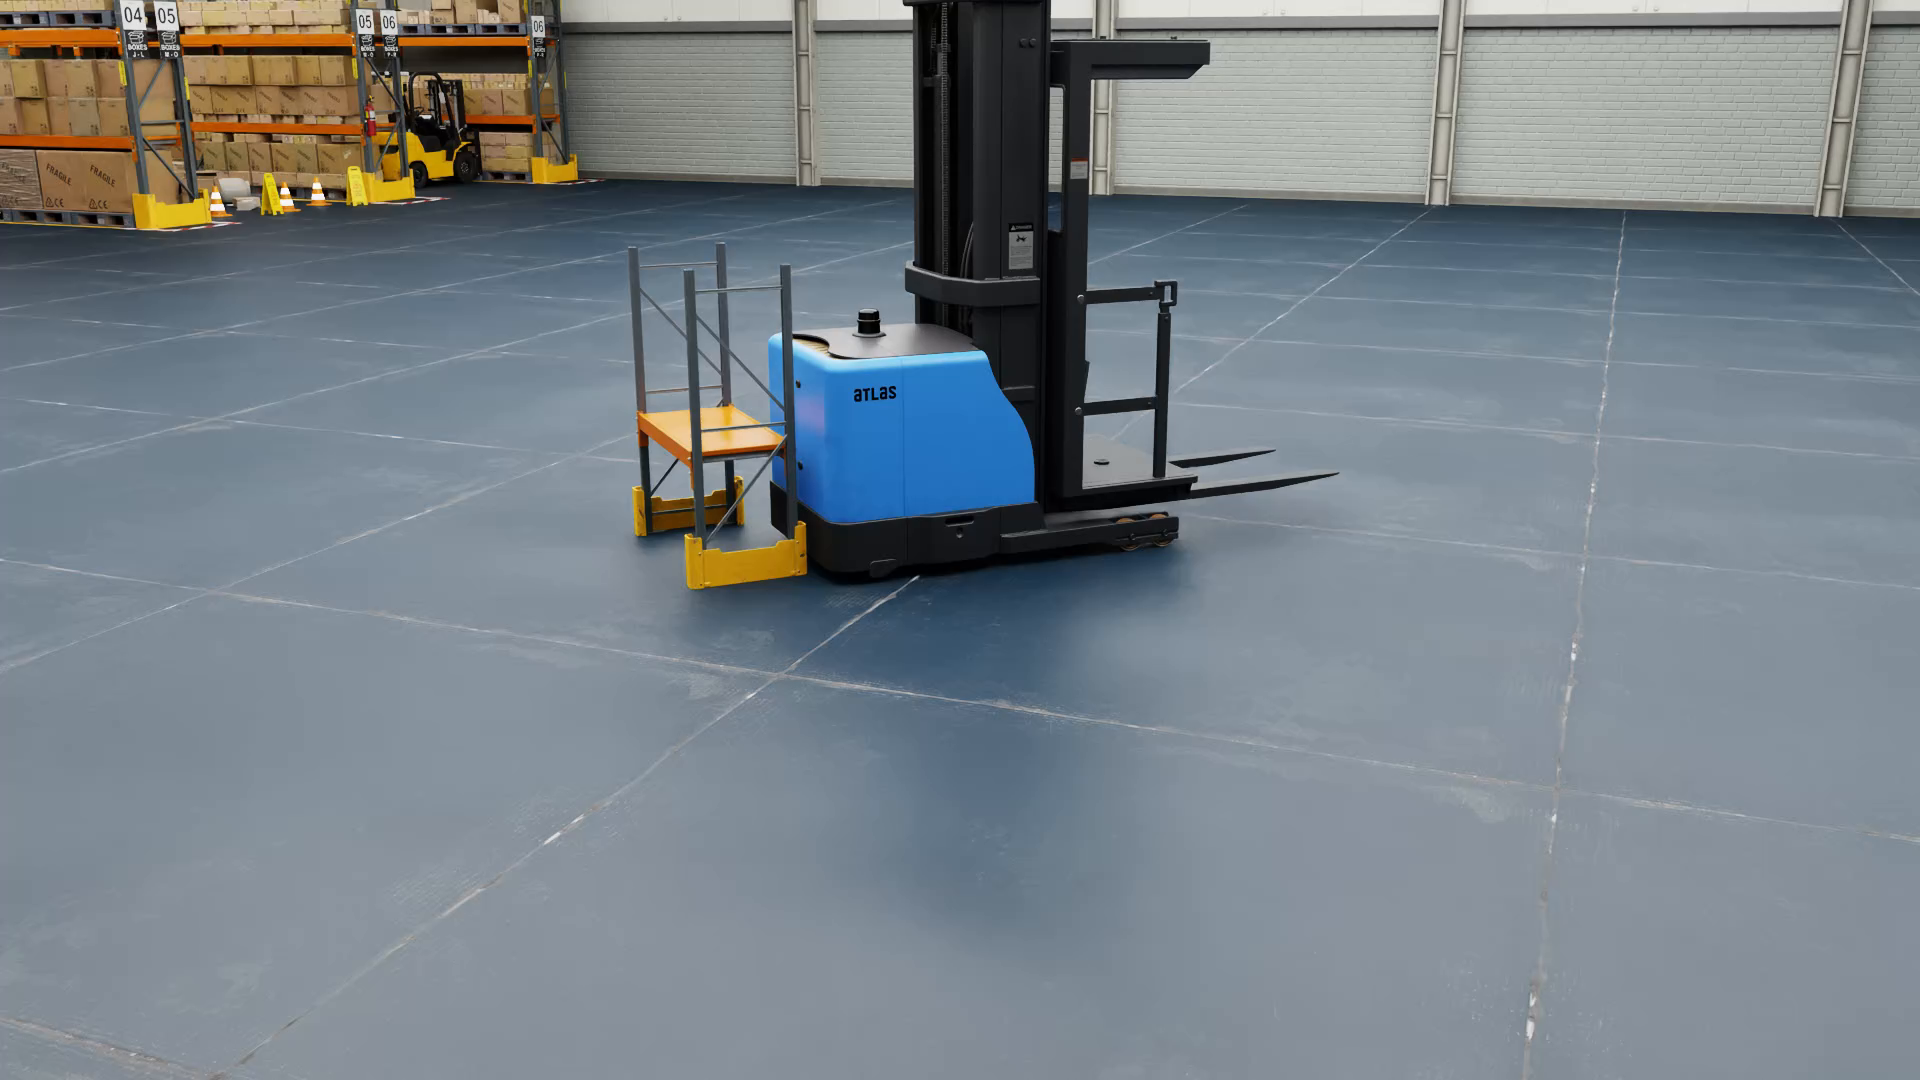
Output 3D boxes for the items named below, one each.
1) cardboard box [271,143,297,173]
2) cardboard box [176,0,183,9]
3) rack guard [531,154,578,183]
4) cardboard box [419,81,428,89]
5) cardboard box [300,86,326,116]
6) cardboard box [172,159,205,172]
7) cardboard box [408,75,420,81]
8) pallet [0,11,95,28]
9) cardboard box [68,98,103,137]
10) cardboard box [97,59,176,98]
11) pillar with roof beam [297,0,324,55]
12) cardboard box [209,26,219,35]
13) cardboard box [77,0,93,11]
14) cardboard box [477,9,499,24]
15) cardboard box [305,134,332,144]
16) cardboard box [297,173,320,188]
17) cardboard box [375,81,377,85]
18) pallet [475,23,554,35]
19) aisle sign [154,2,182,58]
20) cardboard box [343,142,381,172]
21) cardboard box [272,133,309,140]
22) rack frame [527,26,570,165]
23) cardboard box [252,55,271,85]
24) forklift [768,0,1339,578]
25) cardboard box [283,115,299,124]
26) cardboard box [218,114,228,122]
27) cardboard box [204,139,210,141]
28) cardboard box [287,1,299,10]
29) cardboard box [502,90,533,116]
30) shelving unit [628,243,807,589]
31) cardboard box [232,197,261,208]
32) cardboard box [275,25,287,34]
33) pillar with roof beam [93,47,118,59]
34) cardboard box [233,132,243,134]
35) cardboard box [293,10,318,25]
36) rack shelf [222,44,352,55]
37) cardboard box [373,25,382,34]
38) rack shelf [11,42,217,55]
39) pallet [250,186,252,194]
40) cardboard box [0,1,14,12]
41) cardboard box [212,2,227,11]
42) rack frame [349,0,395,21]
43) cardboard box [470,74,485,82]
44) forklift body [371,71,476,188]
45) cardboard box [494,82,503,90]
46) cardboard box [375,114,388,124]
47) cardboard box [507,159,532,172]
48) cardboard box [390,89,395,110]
[{"bbox_3d":[-11.851,-6.808,29.579,0.500,0.500,0.500,6,17,19],"label":"cardboard box"},{"bbox_3d":[-14.364,-9.693,29.919,0.500,0.250,0.500,7,17,22],"label":"cardboard box"},{"bbox_3d":[-8.216,-7.532,33.721,0.348,0.500,1.175,6,17,21],"label":"rack guard"},{"bbox_3d":[-10.820,-9.285,33.935,0.250,0.149,0.380,6,17,20],"label":"cardboard box"},{"bbox_3d":[-11.127,-7.674,29.015,0.500,0.500,0.500,6,17,21],"label":"cardboard box"},{"bbox_3d":[-14.266,-6.849,30.845,0.625,0.372,0.950,7,17,21],"label":"cardboard box"},{"bbox_3d":[-11.053,-9.456,33.991,0.250,0.149,0.380,7,17,22],"label":"cardboard box"},{"bbox_3d":[-13.612,-7.748,24.762,1.213,0.211,1.003,6,17,21],"label":"pallet"},{"bbox_3d":[-12.660,-6.302,24.731,0.550,0.550,0.875,6,17,21],"label":"cardboard box"},{"bbox_3d":[-12.110,-6.791,24.481,0.550,0.550,0.875,6,17,21],"label":"cardboard box"},{"bbox_3d":[-15.717,-11.418,31.863,0.400,9.000,9.100,6,17,21],"label":"pillar with roof beam"},{"bbox_3d":[-13.084,-9.042,29.511,0.250,0.149,0.380,6,17,21],"label":"cardboard box"},{"bbox_3d":[-12.447,-7.694,23.935,0.250,0.149,0.380,6,17,21],"label":"cardboard box"},{"bbox_3d":[-9.357,-10.392,33.019,0.258,0.266,0.396,6,17,21],"label":"cardboard box"},{"bbox_3d":[-11.264,-7.034,29.193,0.250,0.149,0.380,7,18,22],"label":"cardboard box"},{"bbox_3d":[-11.386,-6.396,29.504,0.500,0.250,0.500,6,17,21],"label":"cardboard box"},{"bbox_3d":[-12.359,-9.481,34.608,0.250,0.149,0.380,7,18,23],"label":"cardboard box"},{"bbox_3d":[-8.887,-10.212,33.247,1.213,0.211,1.003,6,17,21],"label":"pallet"},{"bbox_3d":[-11.603,-7.472,24.368,0.004,0.787,0.394,6,17,21],"label":"aisle sign"},{"bbox_3d":[-10.728,-6.845,29.704,0.500,0.500,0.500,6,17,19],"label":"cardboard box"},{"bbox_3d":[-14.495,-8.482,36.017,0.625,0.625,0.875,7,18,22],"label":"cardboard box"},{"bbox_3d":[-8.239,-8.735,33.380,0.127,3.000,1.000,6,17,21],"label":"rack frame"},{"bbox_3d":[-12.005,-8.280,29.308,0.500,0.500,0.700,6,17,20],"label":"cardboard box"},{"bbox_3d":[0.573,-1.479,8.510,3.031,2.935,1.130,-7,18,-23],"label":"forklift"},{"bbox_3d":[-11.699,-7.422,29.309,0.250,0.149,0.380,6,17,20],"label":"cardboard box"},{"bbox_3d":[-13.090,-7.588,29.883,0.250,0.149,0.380,6,17,20],"label":"cardboard box"},{"bbox_3d":[-16.153,-8.542,36.446,0.500,0.500,0.500,7,18,22],"label":"cardboard box"},{"bbox_3d":[-11.392,-9.232,28.733,0.250,0.149,0.380,6,17,21],"label":"cardboard box"},{"bbox_3d":[-8.793,-8.765,33.305,0.500,0.500,0.500,6,17,19],"label":"cardboard box"},{"bbox_3d":[-1.231,-0.655,8.241,0.587,1.500,1.083,-7,18,-24],"label":"shelving unit"},{"bbox_3d":[-12.016,-5.688,27.999,0.380,0.149,0.250,-12,20,-37],"label":"cardboard box"},{"bbox_3d":[-11.672,-8.869,28.914,0.250,0.149,0.380,6,17,19],"label":"cardboard box"},{"bbox_3d":[-21.298,-12.032,33.977,0.400,9.000,9.100,6,17,21],"label":"pillar with roof beam"},{"bbox_3d":[-16.052,-9.000,36.861,0.250,0.149,0.380,7,18,23],"label":"cardboard box"},{"bbox_3d":[-11.094,-8.996,28.636,0.500,0.250,0.500,6,17,20],"label":"cardboard box"},{"bbox_3d":[-13.820,-10.443,35.177,4.000,0.370,1.077,6,17,21],"label":"rack shelf"},{"bbox_3d":[-10.246,-8.885,28.969,0.250,0.149,0.380,6,17,21],"label":"cardboard box"},{"bbox_3d":[-15.638,-9.156,30.741,4.000,0.370,1.077,6,17,21],"label":"rack shelf"},{"bbox_3d":[-13.140,-6.457,30.538,1.213,0.211,1.003,6,17,21],"label":"pallet"},{"bbox_3d":[-13.871,-7.850,24.473,0.250,0.149,0.380,7,17,21],"label":"cardboard box"},{"bbox_3d":[-12.875,-9.360,29.174,0.250,0.149,0.380,6,17,20],"label":"cardboard box"},{"bbox_3d":[-10.057,-10.328,28.108,0.127,3.000,1.000,6,17,21],"label":"rack frame"},{"bbox_3d":[-9.631,-9.298,33.447,0.250,0.149,0.380,7,18,22],"label":"cardboard box"},{"bbox_3d":[-10.672,-8.048,32.537,1.214,2.155,2.313,6,17,21],"label":"forklift body"},{"bbox_3d":[-9.132,-9.118,33.358,0.250,0.149,0.380,7,17,22],"label":"cardboard box"},{"bbox_3d":[-10.297,-7.415,29.284,0.250,0.149,0.380,6,17,21],"label":"cardboard box"},{"bbox_3d":[-8.792,-7.582,33.589,0.500,0.250,0.500,6,17,21],"label":"cardboard box"},{"bbox_3d":[-11.643,-9.079,34.386,0.500,0.500,0.500,6,17,19],"label":"cardboard box"}]
